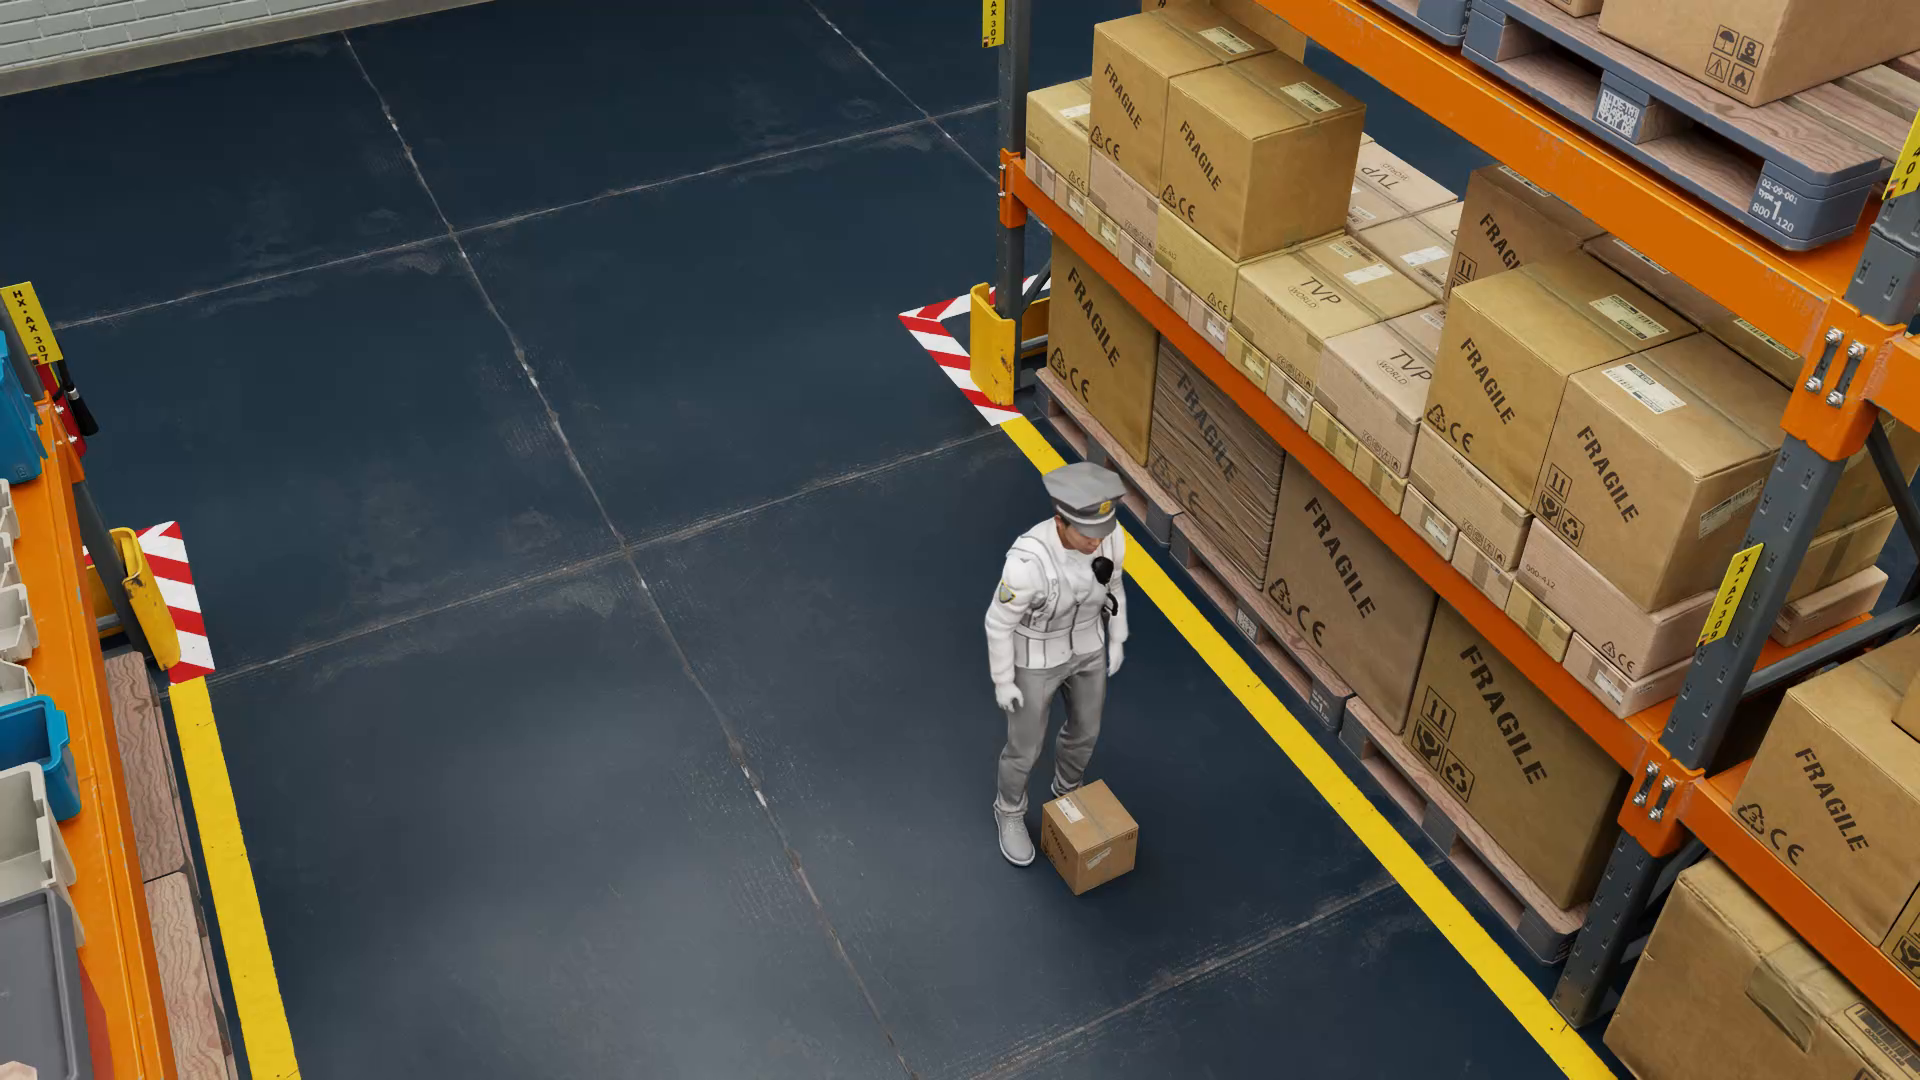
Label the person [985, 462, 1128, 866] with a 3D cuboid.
[{"bbox_3d":[0.340,0.407,5.696,0.526,1.663,0.375,-19,45,-20],"label":"person"}]
